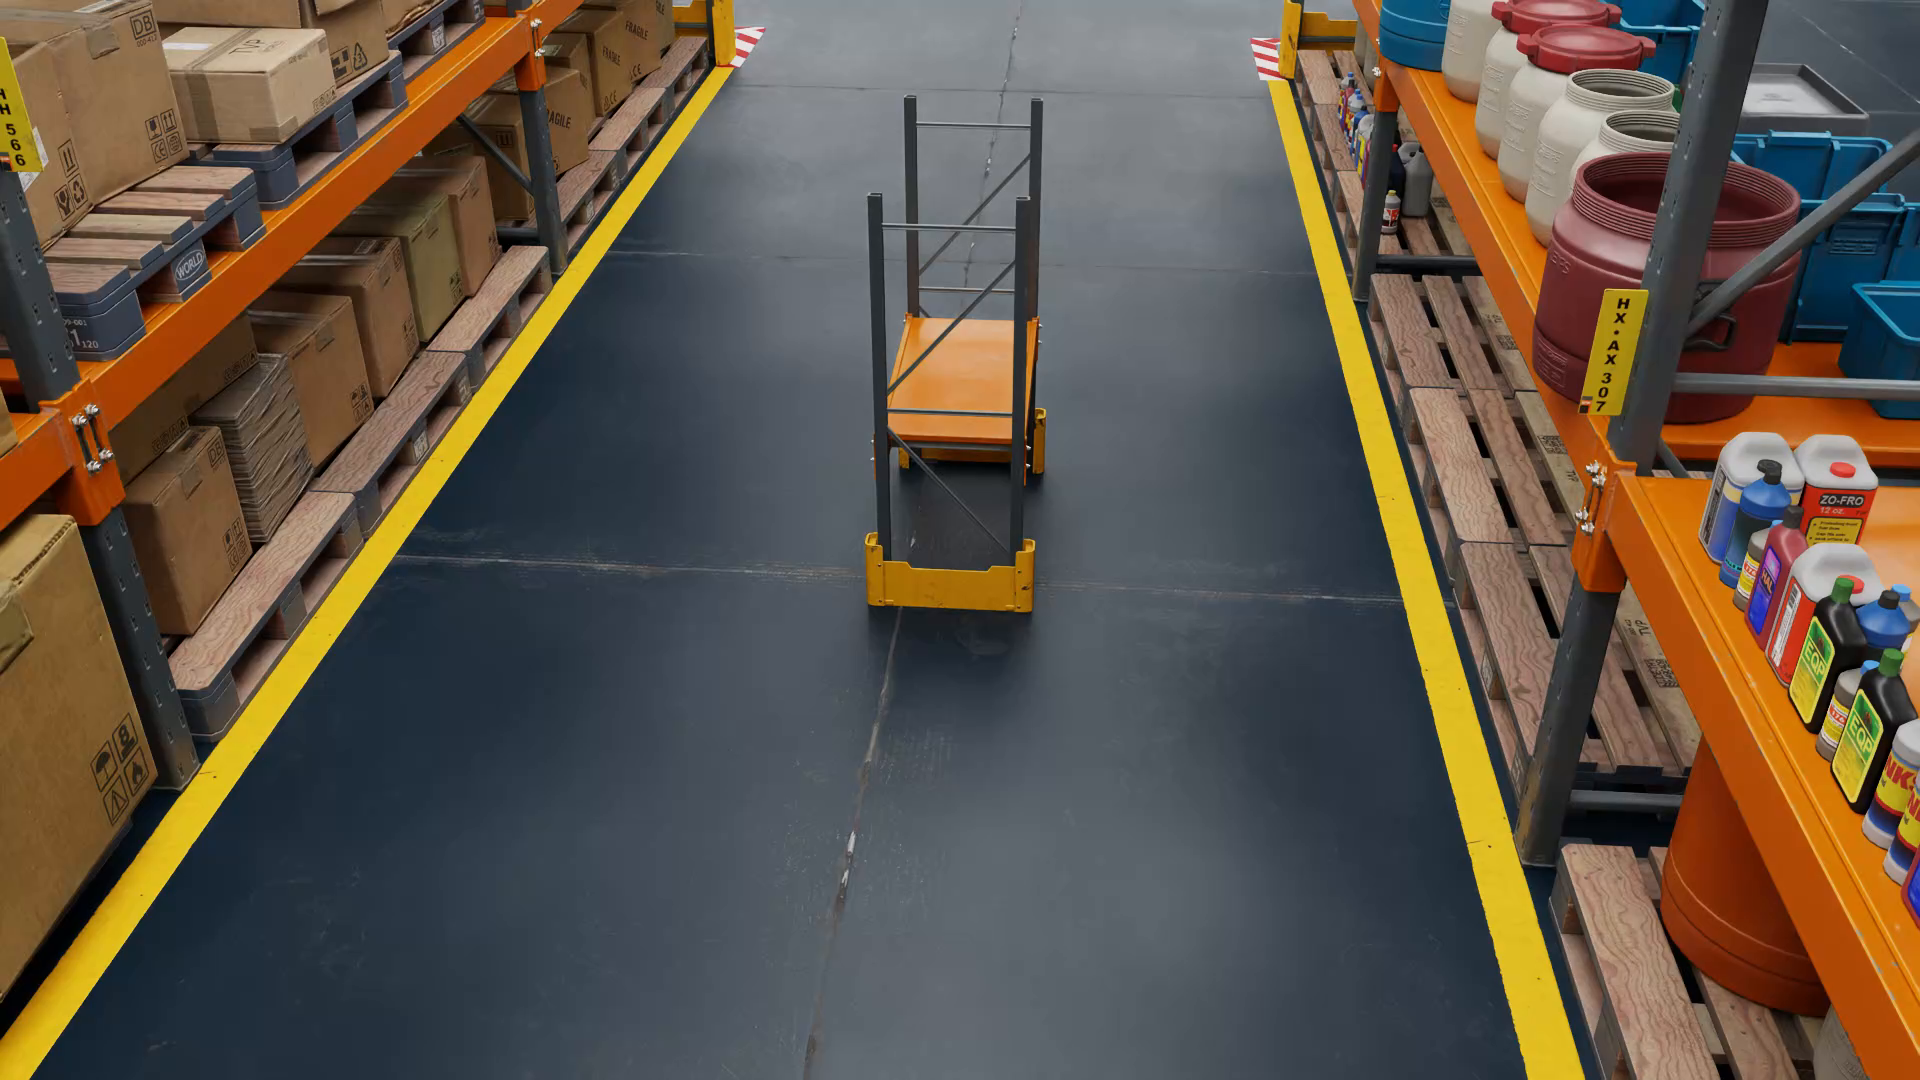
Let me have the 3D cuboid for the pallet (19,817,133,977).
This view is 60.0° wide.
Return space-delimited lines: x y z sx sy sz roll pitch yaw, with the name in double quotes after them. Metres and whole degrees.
-2.974 1.030 4.377 1.003 0.211 1.213 2 32 4 "pallet"

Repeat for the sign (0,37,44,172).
-2.281 -1.037 3.970 0.100 0.325 0.005 2 32 4 "sign"

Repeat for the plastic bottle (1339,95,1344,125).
2.286 -2.545 9.768 0.097 0.201 0.097 0 32 0 "plastic bottle"

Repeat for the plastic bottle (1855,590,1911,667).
1.730 0.217 3.162 0.097 0.271 0.097 0 32 0 "plastic bottle"

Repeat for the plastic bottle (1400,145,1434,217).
2.336 -1.848 8.496 0.144 0.351 0.185 2 32 4 "plastic bottle"

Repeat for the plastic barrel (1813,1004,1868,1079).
2.122 1.082 3.607 0.421 0.512 0.421 0 32 0 "plastic barrel"

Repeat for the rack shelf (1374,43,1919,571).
2.264 -1.094 5.852 1.077 0.370 4.000 2 32 4 "rack shelf"

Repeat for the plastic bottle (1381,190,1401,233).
2.146 -1.645 8.308 0.097 0.201 0.097 0 32 0 "plastic bottle"

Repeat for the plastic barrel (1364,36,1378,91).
2.735 -3.048 10.307 0.421 0.512 0.421 0 32 0 "plastic barrel"

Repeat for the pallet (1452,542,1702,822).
2.203 0.429 5.352 1.003 0.211 1.213 2 32 4 "pallet"

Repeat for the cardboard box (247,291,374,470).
-2.729 -0.628 6.373 0.700 0.500 0.500 5 32 8 "cardboard box"

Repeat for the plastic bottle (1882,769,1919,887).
1.632 0.456 2.774 0.097 0.271 0.097 0 32 0 "plastic bottle"

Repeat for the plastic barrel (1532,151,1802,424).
1.837 -0.668 4.345 0.600 0.536 0.708 2 32 4 "plastic barrel"

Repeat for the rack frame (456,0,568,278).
-2.509 -2.658 7.703 1.000 3.000 0.127 2 32 4 "rack frame"

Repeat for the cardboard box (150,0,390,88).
-2.558 -1.970 6.089 0.797 0.503 0.637 6 32 9 "cardboard box"

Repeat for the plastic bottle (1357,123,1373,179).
2.234 -2.124 8.943 0.144 0.351 0.185 2 32 4 "plastic bottle"

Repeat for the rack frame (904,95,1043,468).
0.048 -0.949 6.360 0.500 1.500 0.032 2 32 4 "rack frame"

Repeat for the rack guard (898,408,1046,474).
0.047 -0.407 6.672 0.587 0.250 0.087 2 32 4 "rack guard"

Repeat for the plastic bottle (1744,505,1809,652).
1.672 0.078 3.376 0.061 0.283 0.133 2 32 4 "plastic bottle"

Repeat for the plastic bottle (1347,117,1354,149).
2.251 -2.316 9.396 0.097 0.201 0.097 0 32 0 "plastic bottle"

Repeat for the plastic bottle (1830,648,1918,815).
1.631 0.338 2.953 0.061 0.283 0.133 2 32 4 "plastic bottle"

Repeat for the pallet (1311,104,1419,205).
2.620 -2.248 9.696 1.003 0.211 1.213 2 32 4 "pallet"

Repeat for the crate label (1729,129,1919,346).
2.452 -0.877 4.781 0.502 0.435 0.616 2 32 4 "crate label"

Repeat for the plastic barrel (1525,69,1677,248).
2.007 -1.169 5.182 0.421 0.512 0.421 0 32 0 "plastic barrel"

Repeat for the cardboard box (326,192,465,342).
-2.638 -1.212 7.321 0.700 0.500 0.500 2 32 4 "cardboard box"

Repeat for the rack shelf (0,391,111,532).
-2.998 0.786 2.801 1.077 0.370 4.000 2 32 4 "rack shelf"

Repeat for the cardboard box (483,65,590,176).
-2.398 -2.279 9.072 0.500 0.500 0.500 13 34 19 "cardboard box"

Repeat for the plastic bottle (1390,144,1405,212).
2.192 -1.855 8.506 0.144 0.351 0.185 2 32 3 "plastic bottle"

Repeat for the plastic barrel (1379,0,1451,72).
2.094 -2.470 6.922 0.600 0.901 0.708 2 32 4 "plastic barrel"

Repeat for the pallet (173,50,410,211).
-2.715 -1.521 6.042 1.003 0.211 1.213 2 32 4 "pallet"

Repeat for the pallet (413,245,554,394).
-2.571 -1.063 7.774 1.003 0.211 1.213 2 32 4 "pallet"

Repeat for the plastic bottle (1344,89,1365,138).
2.267 -2.449 9.547 0.097 0.271 0.097 0 32 0 "plastic bottle"

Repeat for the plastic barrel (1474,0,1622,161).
2.071 -1.629 5.905 0.433 0.535 0.433 0 32 0 "plastic barrel"

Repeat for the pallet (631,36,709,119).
-2.291 -3.099 11.077 1.003 0.211 1.213 2 32 4 "pallet"

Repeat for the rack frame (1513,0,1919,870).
2.102 -0.354 3.966 1.000 3.000 0.127 2 32 4 "rack frame"

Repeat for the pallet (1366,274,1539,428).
2.402 -0.847 7.423 1.003 0.211 1.213 2 32 4 "pallet"

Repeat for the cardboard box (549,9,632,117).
-2.335 -2.897 10.075 0.500 0.500 0.500 5 32 9 "cardboard box"

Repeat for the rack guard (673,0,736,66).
-2.190 -3.645 11.689 1.175 0.500 0.348 2 32 4 "rack guard"

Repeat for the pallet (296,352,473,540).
-2.668 -0.424 6.736 1.003 0.211 1.213 2 32 4 "pallet"

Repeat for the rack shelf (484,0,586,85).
-2.346 -3.397 9.589 1.077 0.370 4.000 2 32 4 "rack shelf"

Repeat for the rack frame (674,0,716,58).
-2.184 -4.749 11.097 1.000 3.000 0.127 2 32 4 "rack frame"

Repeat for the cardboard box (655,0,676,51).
-2.251 -3.538 11.114 0.500 0.500 0.500 8 33 13 "cardboard box"

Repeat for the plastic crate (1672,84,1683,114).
2.567 -1.433 5.918 0.450 0.188 0.662 2 32 4 "plastic crate"

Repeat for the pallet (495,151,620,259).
-2.490 -1.823 9.007 1.003 0.211 1.213 2 32 4 "pallet"

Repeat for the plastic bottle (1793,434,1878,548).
1.896 -0.083 3.643 0.152 0.276 0.135 2 32 4 "plastic bottle"

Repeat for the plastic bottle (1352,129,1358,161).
2.234 -2.208 9.222 0.097 0.201 0.097 0 32 0 "plastic bottle"

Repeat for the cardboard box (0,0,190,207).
-2.885 -1.368 5.114 0.700 0.500 0.500 7 32 11 "cardboard box"

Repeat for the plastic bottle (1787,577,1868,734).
1.650 0.218 3.149 0.061 0.283 0.133 2 32 4 "plastic bottle"

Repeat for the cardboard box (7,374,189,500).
-2.810 -0.360 5.223 0.500 0.250 0.500 4 32 6 "cardboard box"

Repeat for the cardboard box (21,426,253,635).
-2.800 -0.040 5.420 0.700 0.500 0.500 1 32 1 "cardboard box"

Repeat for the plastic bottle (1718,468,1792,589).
1.708 -0.028 3.558 0.097 0.271 0.097 0 32 0 "plastic bottle"

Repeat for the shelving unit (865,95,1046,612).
0.006 -0.678 5.921 0.587 1.500 1.083 2 32 4 "shelving unit"

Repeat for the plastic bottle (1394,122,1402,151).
2.339 -2.104 8.975 0.061 0.283 0.133 2 32 4 "plastic bottle"

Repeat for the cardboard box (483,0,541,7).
-2.192 -2.650 7.931 0.380 0.149 0.250 2 32 4 "cardboard box"

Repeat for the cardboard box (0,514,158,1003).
-2.912 0.520 4.172 1.225 0.875 0.875 1 32 2 "cardboard box"
